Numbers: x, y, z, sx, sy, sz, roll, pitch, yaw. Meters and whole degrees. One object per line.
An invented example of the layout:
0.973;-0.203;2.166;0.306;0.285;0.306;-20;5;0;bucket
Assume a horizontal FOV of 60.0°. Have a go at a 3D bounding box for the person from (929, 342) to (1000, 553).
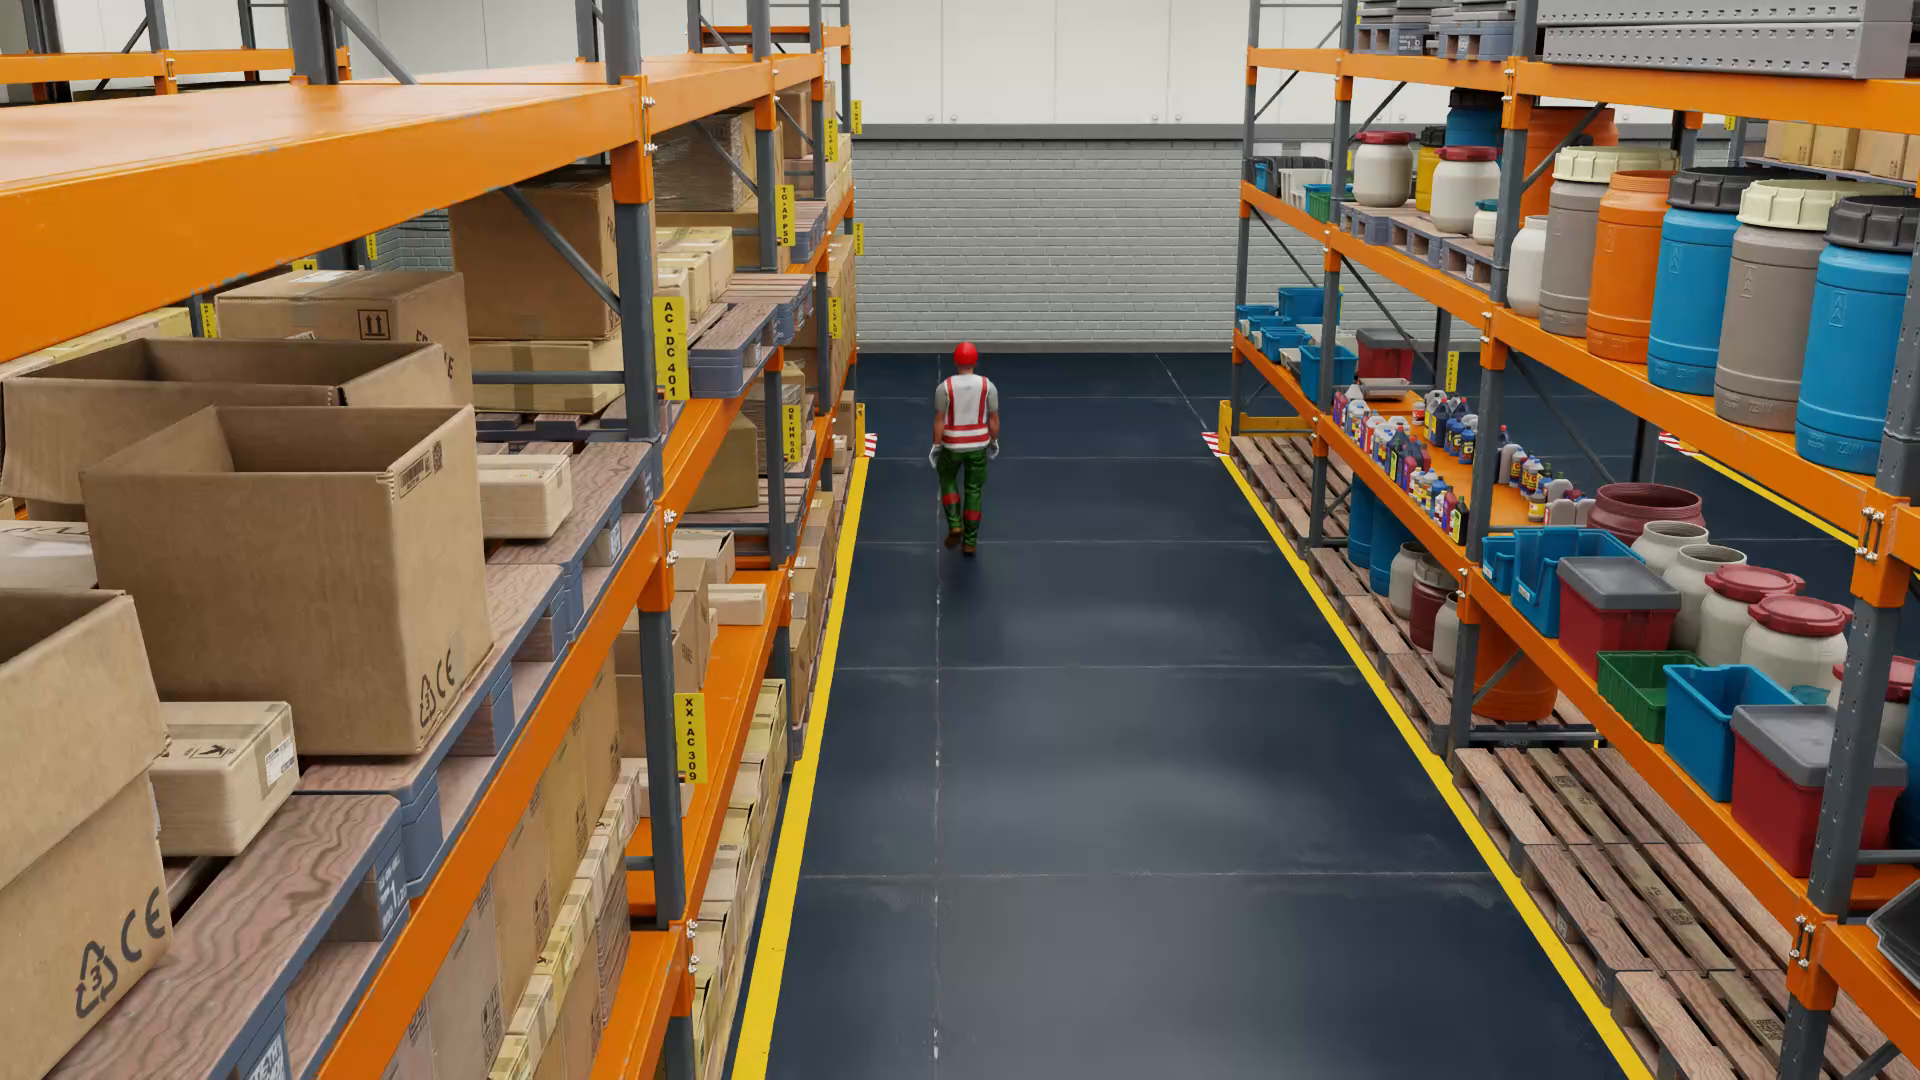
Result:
0.032;-0.786;14.039;0.598;1.818;0.492;-1;17;-3;person
